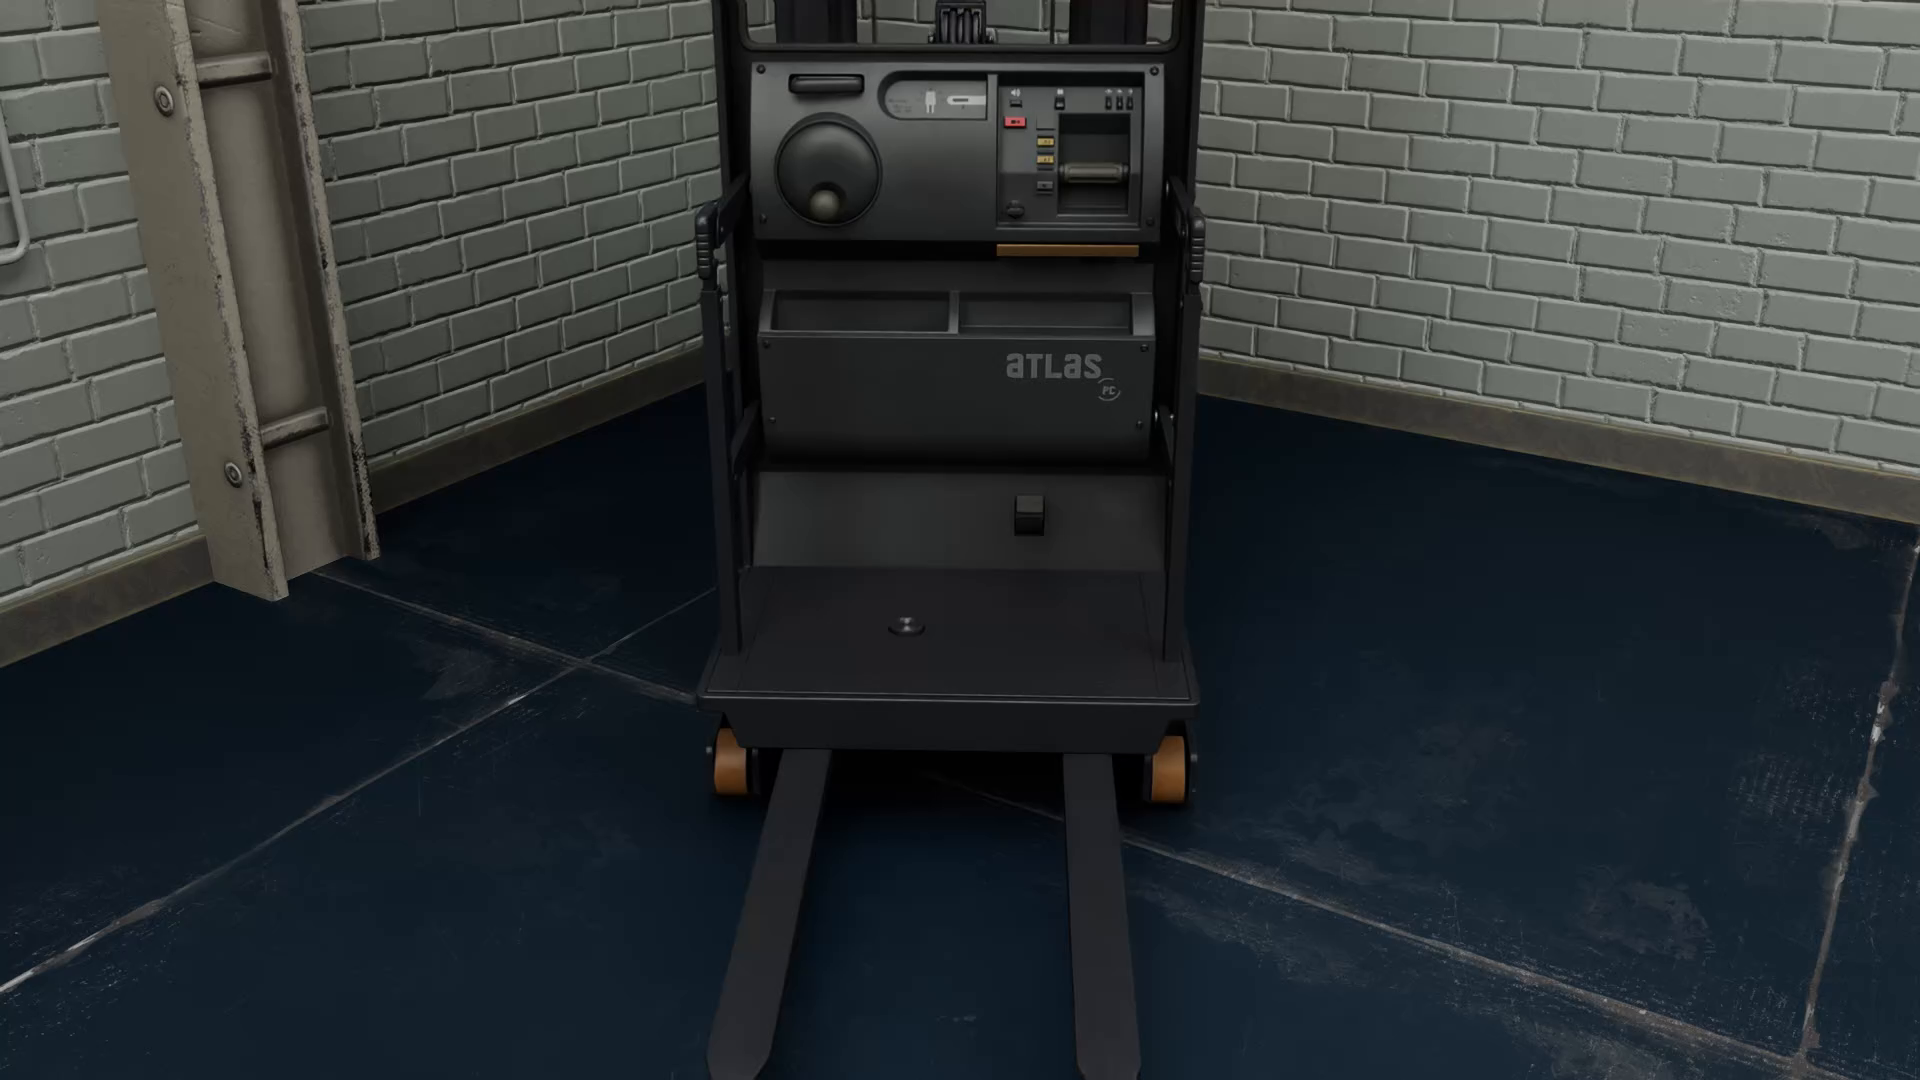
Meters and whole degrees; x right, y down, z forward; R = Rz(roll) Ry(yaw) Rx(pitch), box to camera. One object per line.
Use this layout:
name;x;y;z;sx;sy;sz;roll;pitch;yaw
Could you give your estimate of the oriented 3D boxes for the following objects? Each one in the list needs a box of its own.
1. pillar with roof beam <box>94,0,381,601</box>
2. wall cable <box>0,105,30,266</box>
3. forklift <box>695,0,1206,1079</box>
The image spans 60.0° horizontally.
pillar with roof beam;1.636;-3.147;1.193;9.100;9.000;0.400;14;27;29
wall cable;-2.839;-1.301;3.200;0.084;1.984;1.851;14;27;29
forklift;-0.012;-0.862;3.552;1.130;2.935;3.031;1;23;2
